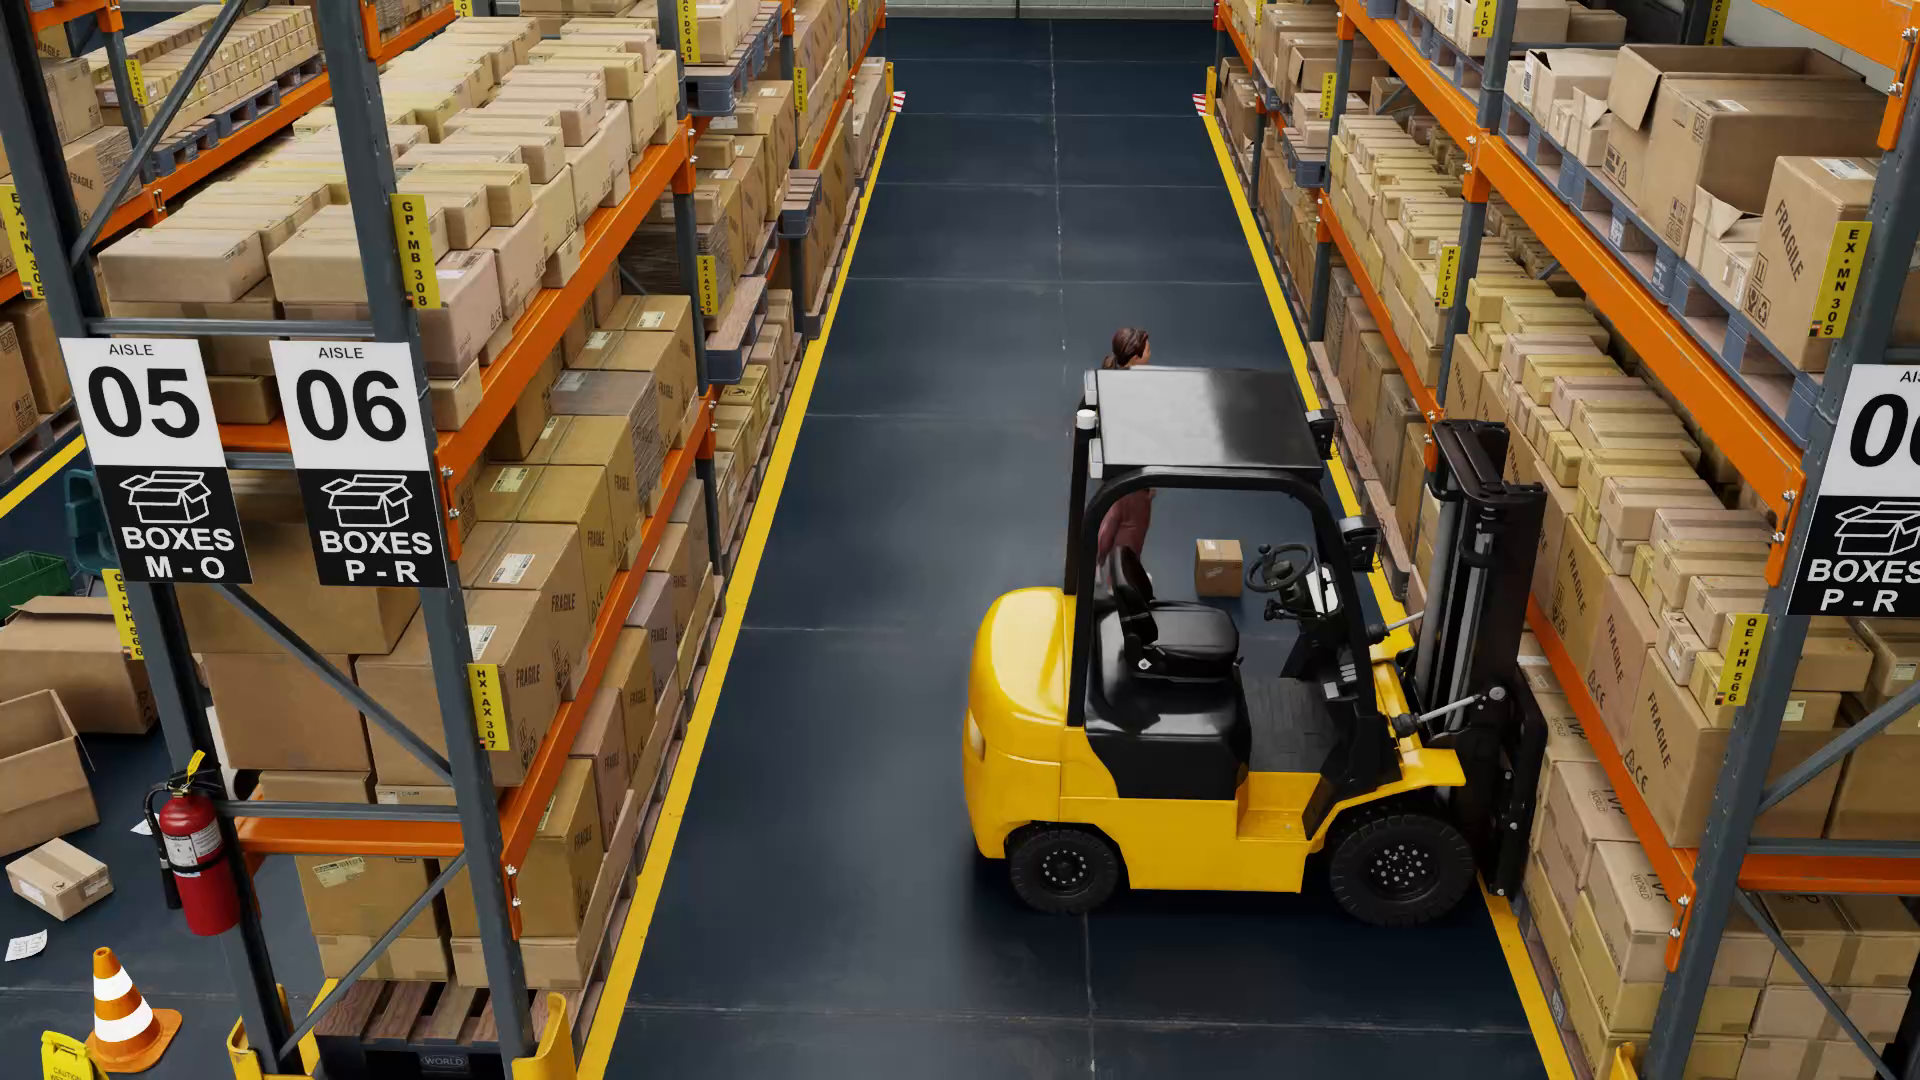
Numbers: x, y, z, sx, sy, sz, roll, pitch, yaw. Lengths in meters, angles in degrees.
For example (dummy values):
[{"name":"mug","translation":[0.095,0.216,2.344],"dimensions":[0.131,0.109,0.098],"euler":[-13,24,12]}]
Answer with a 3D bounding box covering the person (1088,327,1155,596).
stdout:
[{"name":"person","translation":[0.933,-0.419,9.372],"dimensions":[0.486,1.664,0.487],"euler":[-17,33,-29]}]
